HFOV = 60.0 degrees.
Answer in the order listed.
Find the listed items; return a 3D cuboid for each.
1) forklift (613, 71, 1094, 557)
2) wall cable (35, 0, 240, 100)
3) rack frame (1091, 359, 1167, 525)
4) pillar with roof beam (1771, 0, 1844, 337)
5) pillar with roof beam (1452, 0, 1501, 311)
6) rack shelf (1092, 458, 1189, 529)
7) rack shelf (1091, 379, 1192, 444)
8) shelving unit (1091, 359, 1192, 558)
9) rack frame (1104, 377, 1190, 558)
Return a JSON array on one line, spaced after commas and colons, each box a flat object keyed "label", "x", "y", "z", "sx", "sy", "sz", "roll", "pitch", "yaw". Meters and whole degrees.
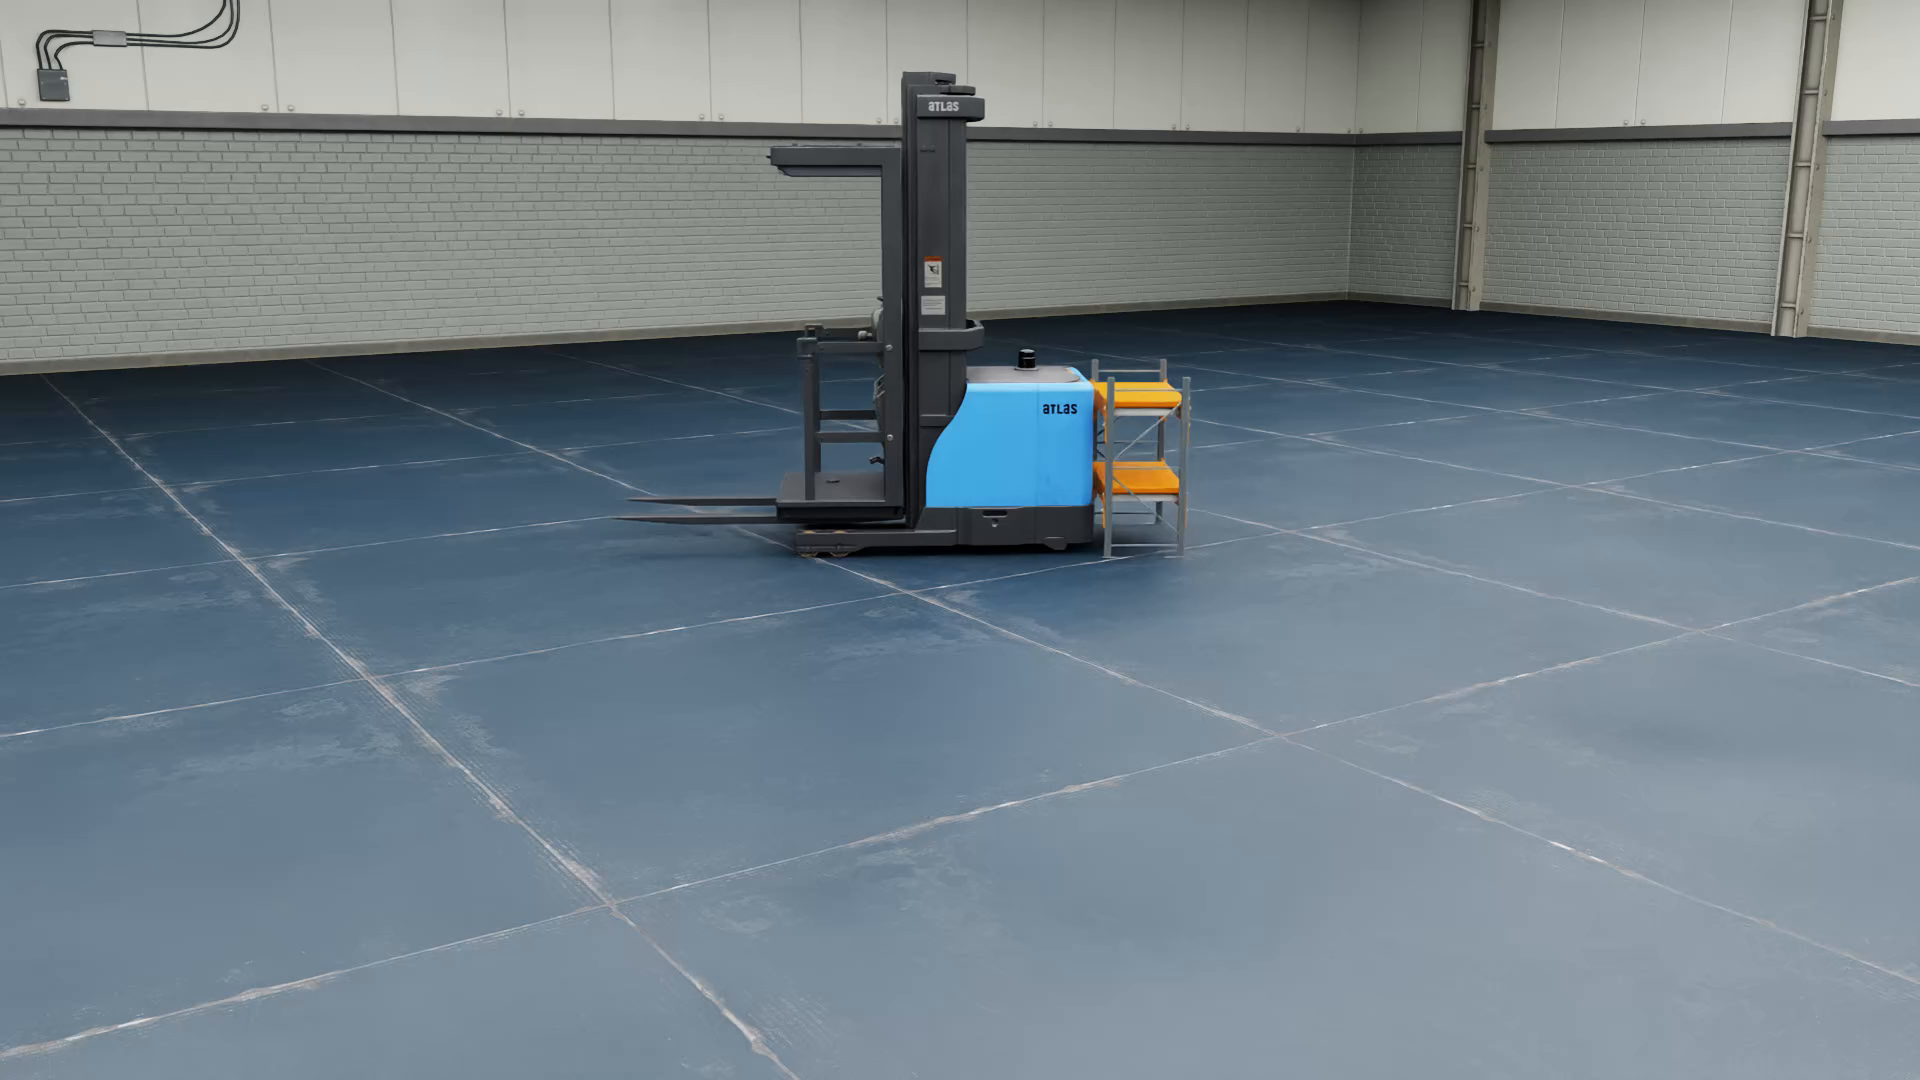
[{"label": "forklift", "x": -0.686, "y": -1.438, "z": 10.579, "sx": 3.031, "sy": 2.935, "sz": 1.130, "roll": -1, "pitch": 12, "yaw": -2}, {"label": "wall cable", "x": -9.828, "y": -8.235, "z": 19.496, "sx": 2.305, "sy": 6.003, "sz": 0.169, "roll": -8, "pitch": 15, "yaw": -33}, {"label": "rack frame", "x": 1.131, "y": -0.657, "z": 11.231, "sx": 0.500, "sy": 1.125, "sz": 0.032, "roll": 0, "pitch": 12, "yaw": -1}, {"label": "pillar with roof beam", "x": 8.755, "y": -6.924, "z": 21.462, "sx": 9.100, "sy": 9.000, "sz": 0.400, "roll": -8, "pitch": 15, "yaw": -33}, {"label": "pillar with roof beam", "x": 5.431, "y": -7.991, "z": 26.341, "sx": 9.100, "sy": 9.000, "sz": 0.400, "roll": -8, "pitch": 15, "yaw": -33}, {"label": "rack shelf", "x": 1.138, "y": -0.310, "z": 10.786, "sx": 0.538, "sy": 0.278, "sz": 1.000, "roll": 0, "pitch": 12, "yaw": -1}, {"label": "rack shelf", "x": 1.139, "y": -0.834, "z": 10.672, "sx": 0.538, "sy": 0.278, "sz": 1.000, "roll": 0, "pitch": 12, "yaw": -1}, {"label": "shelving unit", "x": 1.139, "y": -0.548, "z": 10.734, "sx": 0.538, "sy": 1.125, "sz": 1.048, "roll": 0, "pitch": 12, "yaw": -1}, {"label": "rack frame", "x": 1.147, "y": -0.440, "z": 10.238, "sx": 0.500, "sy": 1.125, "sz": 0.032, "roll": 0, "pitch": 12, "yaw": -1}]
